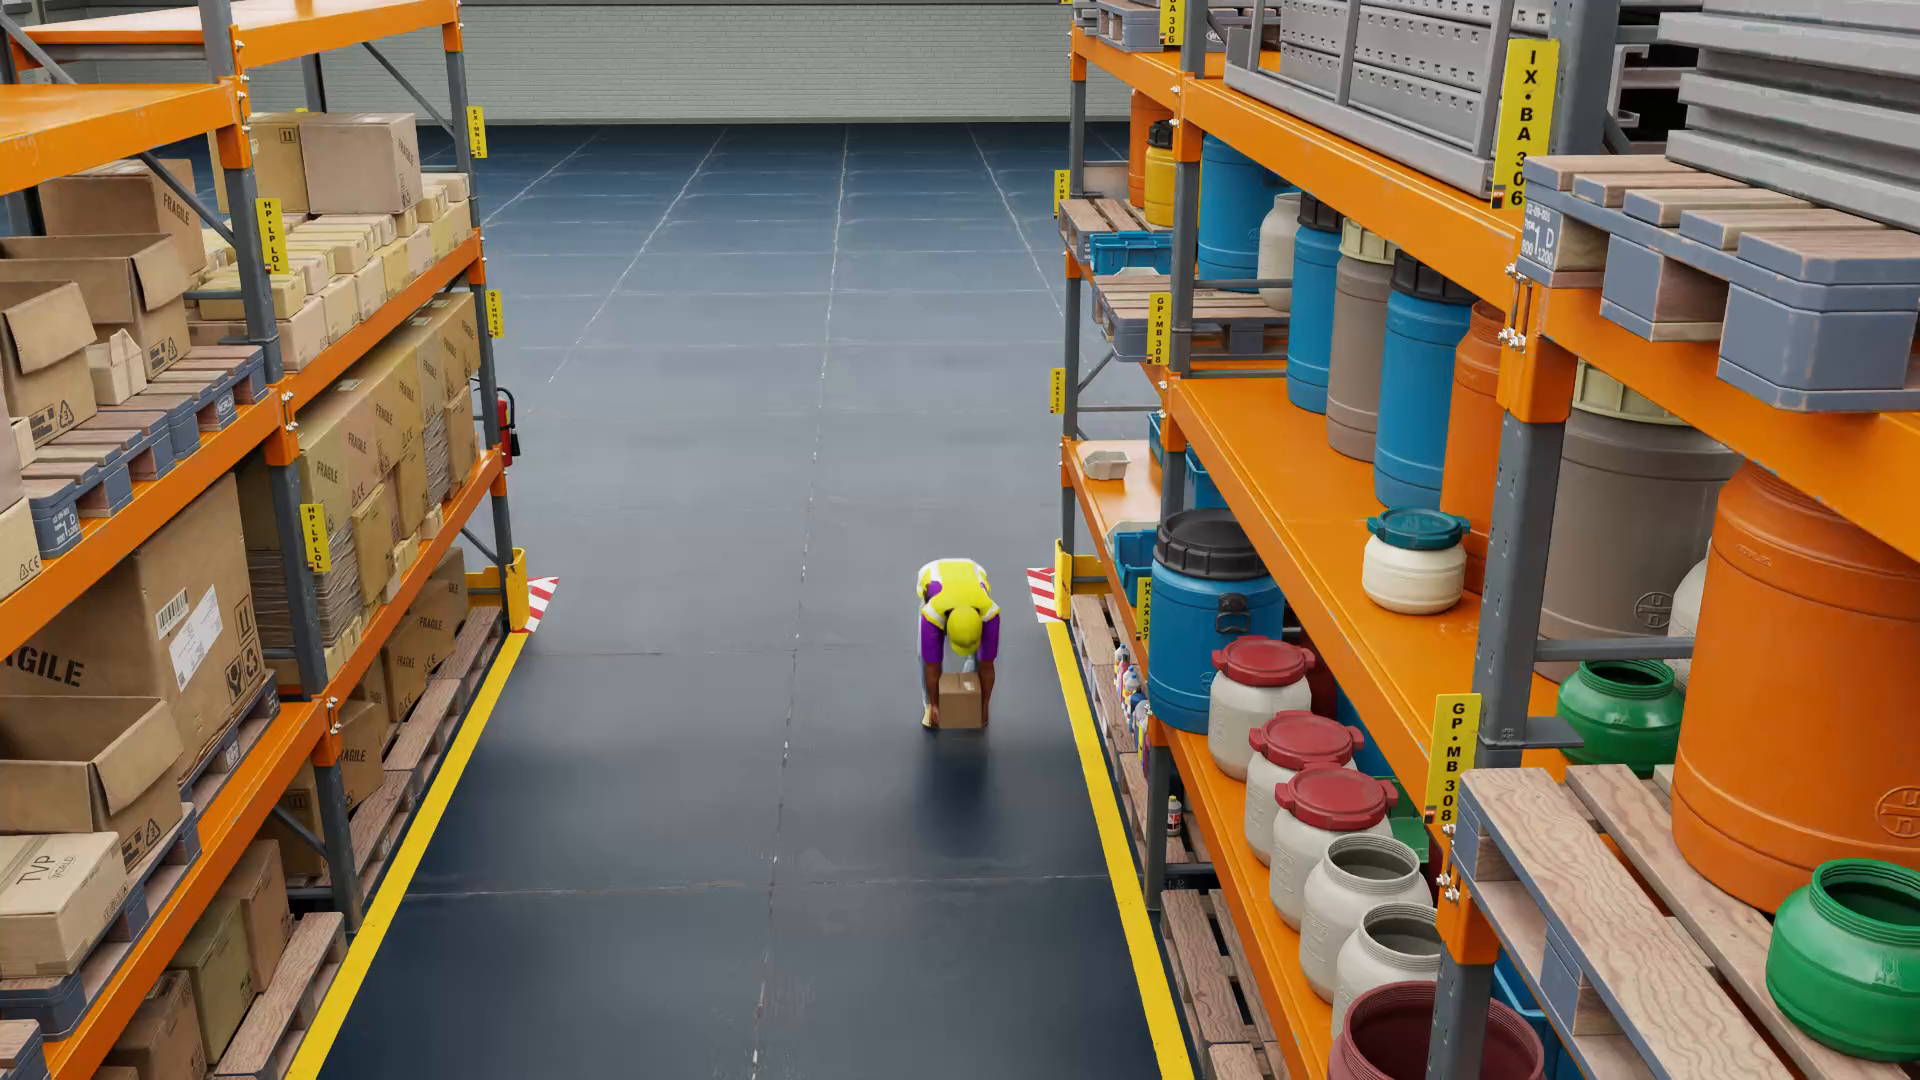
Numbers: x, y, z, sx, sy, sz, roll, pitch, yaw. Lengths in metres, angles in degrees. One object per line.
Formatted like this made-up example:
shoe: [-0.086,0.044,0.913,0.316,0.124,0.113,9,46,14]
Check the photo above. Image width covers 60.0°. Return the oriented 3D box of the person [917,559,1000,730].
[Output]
person: [-0.009,0.705,10.137,0.489,1.065,0.982,-2,20,-5]
